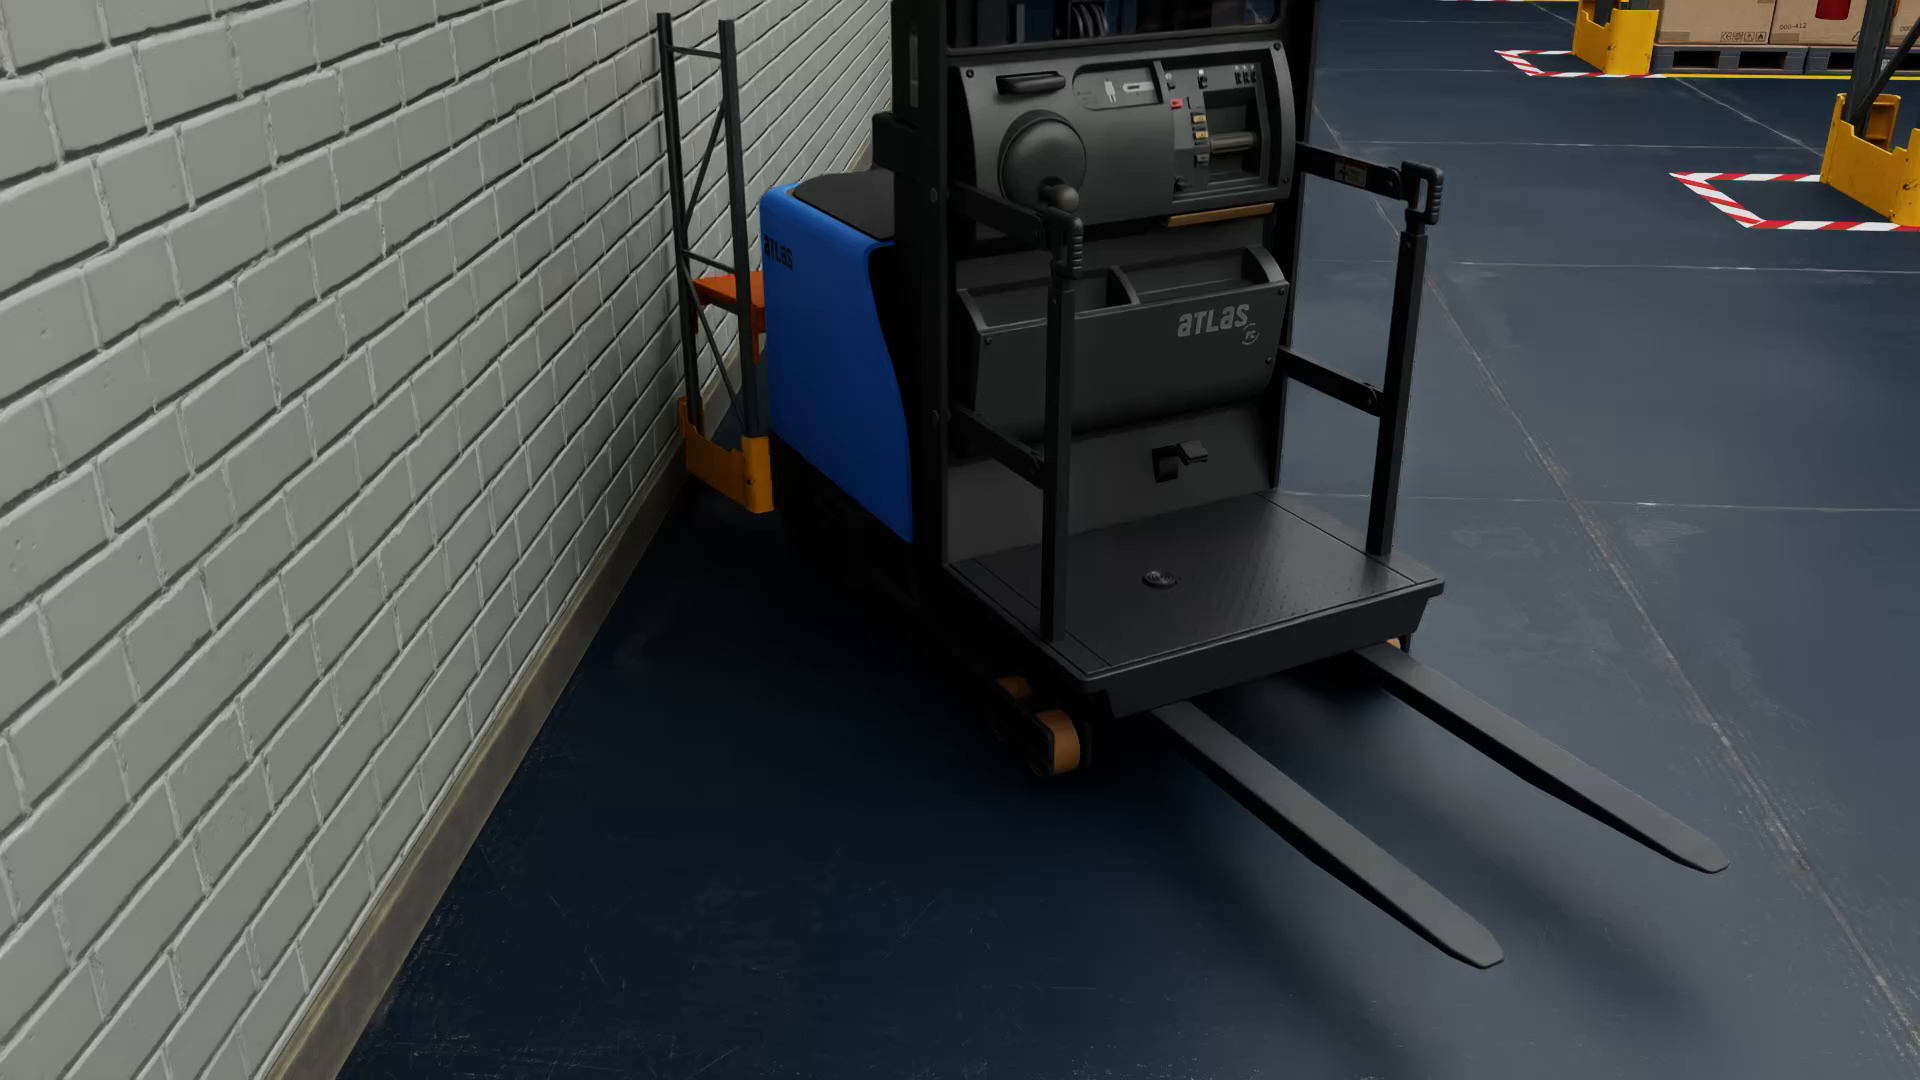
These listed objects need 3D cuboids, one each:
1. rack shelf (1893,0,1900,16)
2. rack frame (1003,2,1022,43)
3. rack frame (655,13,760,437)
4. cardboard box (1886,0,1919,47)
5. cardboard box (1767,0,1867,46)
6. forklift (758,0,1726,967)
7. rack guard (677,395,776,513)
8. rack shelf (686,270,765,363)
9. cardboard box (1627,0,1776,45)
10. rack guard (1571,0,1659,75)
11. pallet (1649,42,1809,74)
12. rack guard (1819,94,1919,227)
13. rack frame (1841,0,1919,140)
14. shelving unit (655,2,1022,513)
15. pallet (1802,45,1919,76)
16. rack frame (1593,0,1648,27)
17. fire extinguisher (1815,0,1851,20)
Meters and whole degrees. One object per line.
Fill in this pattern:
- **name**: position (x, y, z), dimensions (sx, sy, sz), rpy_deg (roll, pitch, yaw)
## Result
- **rack shelf**: position (7.161, -2.886, 8.793), dimensions (4.000, 0.370, 1.077), rpy_deg (2, 25, 4)
- **rack frame**: position (0.066, -1.090, 5.781), dimensions (0.032, 1.500, 0.500), rpy_deg (-14, 24, -30)
- **rack frame**: position (-0.790, -0.877, 5.276), dimensions (0.032, 1.500, 0.500), rpy_deg (-14, 24, -30)
- **cardboard box**: position (7.923, -4.335, 13.645), dimensions (0.875, 0.438, 0.875), rpy_deg (1, 25, 2)
- **cardboard box**: position (7.024, -4.364, 13.709), dimensions (0.875, 0.438, 0.875), rpy_deg (2, 25, 5)
- **forklift**: position (0.521, -0.977, 3.866), dimensions (1.130, 2.935, 3.031), rpy_deg (-13, 28, -26)
- **rack guard**: position (-0.777, -0.294, 5.500), dimensions (0.087, 0.250, 0.587), rpy_deg (-14, 24, -30)
- **rack shelf**: position (-0.359, -0.816, 5.593), dimensions (1.000, 0.185, 0.538), rpy_deg (-14, 24, -30)
- **cardboard box**: position (6.111, -4.390, 13.765), dimensions (0.875, 0.438, 0.875), rpy_deg (1, 25, 2)
- **rack guard**: position (5.421, -4.208, 13.797), dimensions (0.348, 0.500, 1.175), rpy_deg (2, 25, 4)
- **pallet**: position (6.248, -4.083, 13.871), dimensions (1.213, 0.211, 1.003), rpy_deg (2, 25, 4)
- **rack guard**: position (5.242, -2.138, 9.299), dimensions (0.348, 0.500, 1.175), rpy_deg (2, 25, 4)
- **rack frame**: position (5.167, -3.276, 8.782), dimensions (0.127, 3.000, 1.000), rpy_deg (2, 25, 4)
- **shelving unit**: position (-0.370, -0.982, 5.524), dimensions (1.083, 1.500, 0.587), rpy_deg (-14, 24, -30)
- **pallet**: position (7.461, -4.043, 13.783), dimensions (1.213, 0.211, 1.003), rpy_deg (2, 25, 4)
- **rack frame**: position (5.445, -5.343, 13.273), dimensions (0.127, 3.000, 1.000), rpy_deg (2, 25, 4)
- **fire extinguisher**: position (4.951, -3.272, 9.312), dimensions (0.183, 0.674, 0.296), rpy_deg (2, 25, 4)
